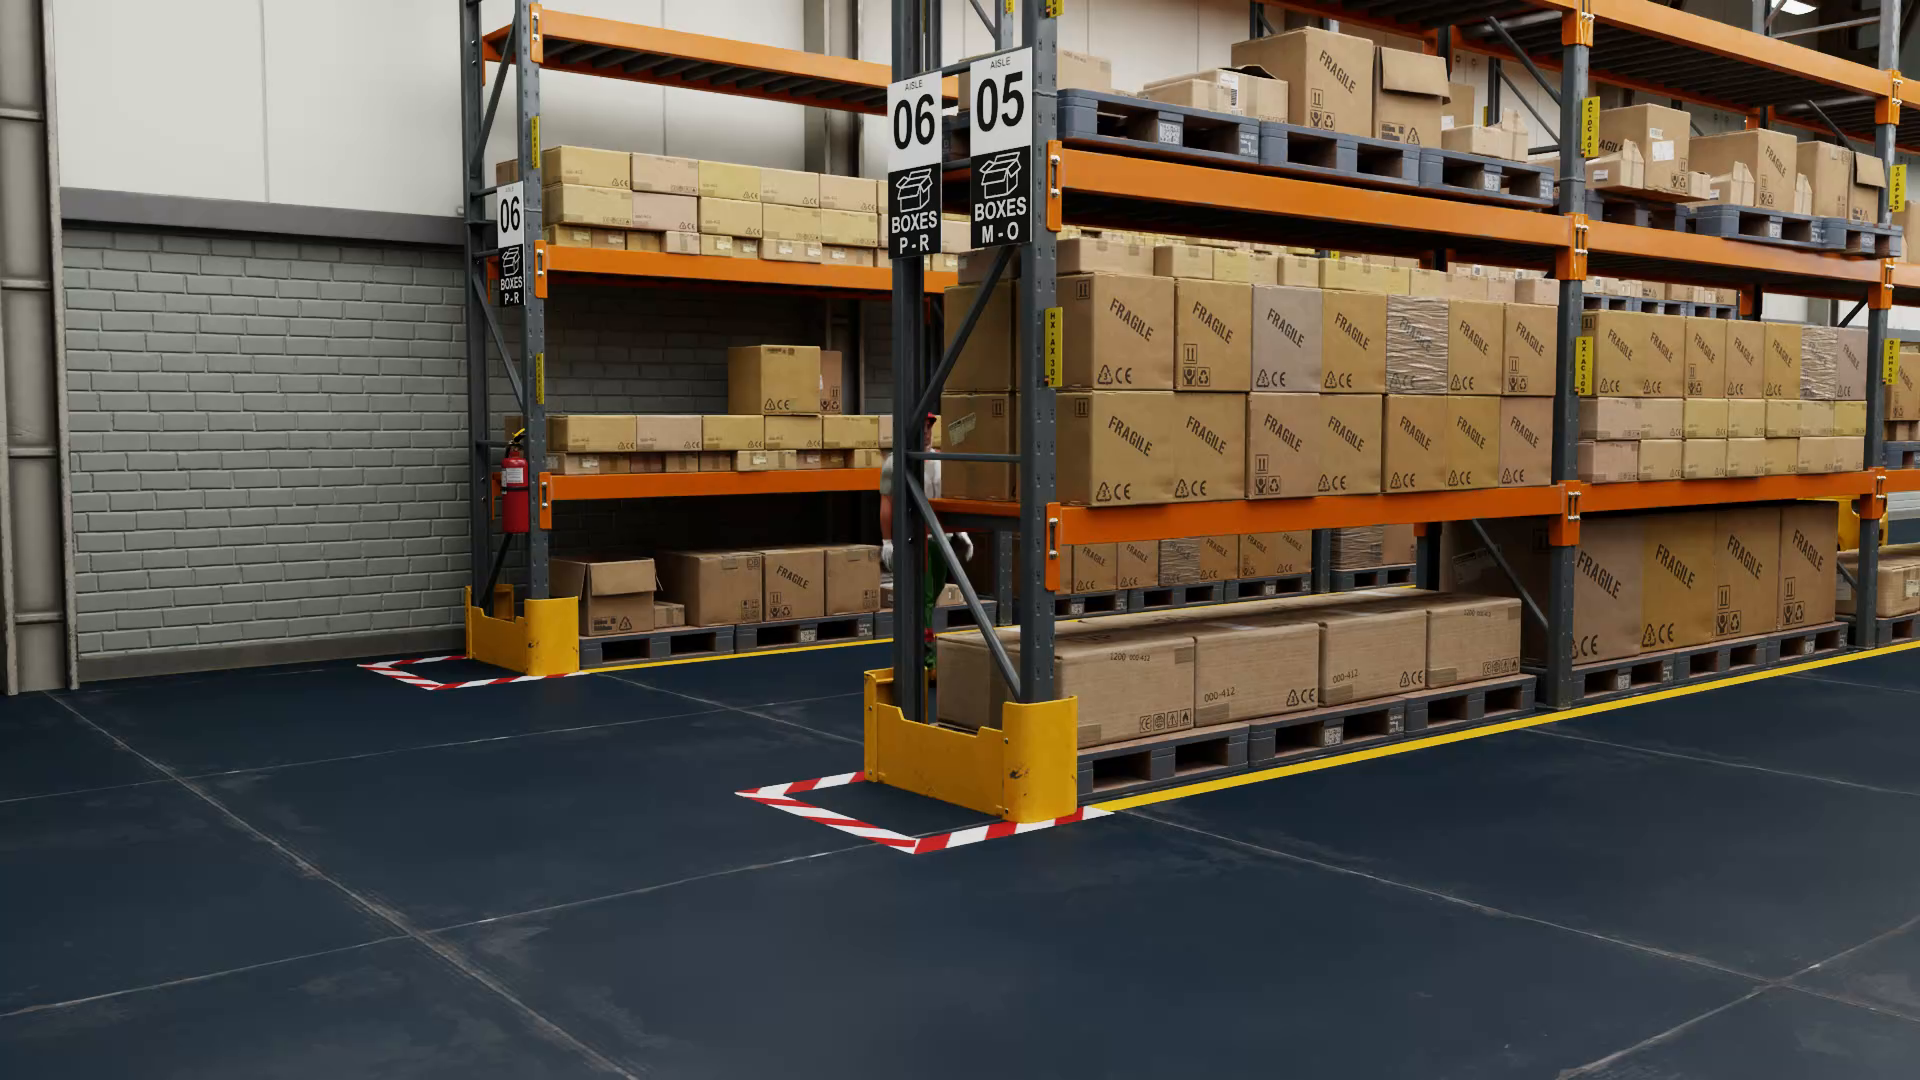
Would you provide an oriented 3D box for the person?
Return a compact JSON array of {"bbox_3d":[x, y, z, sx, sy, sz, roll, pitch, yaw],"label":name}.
[{"bbox_3d":[-0.189,0.023,10.631,0.531,1.779,0.827,-3,5,-39],"label":"person"}]
